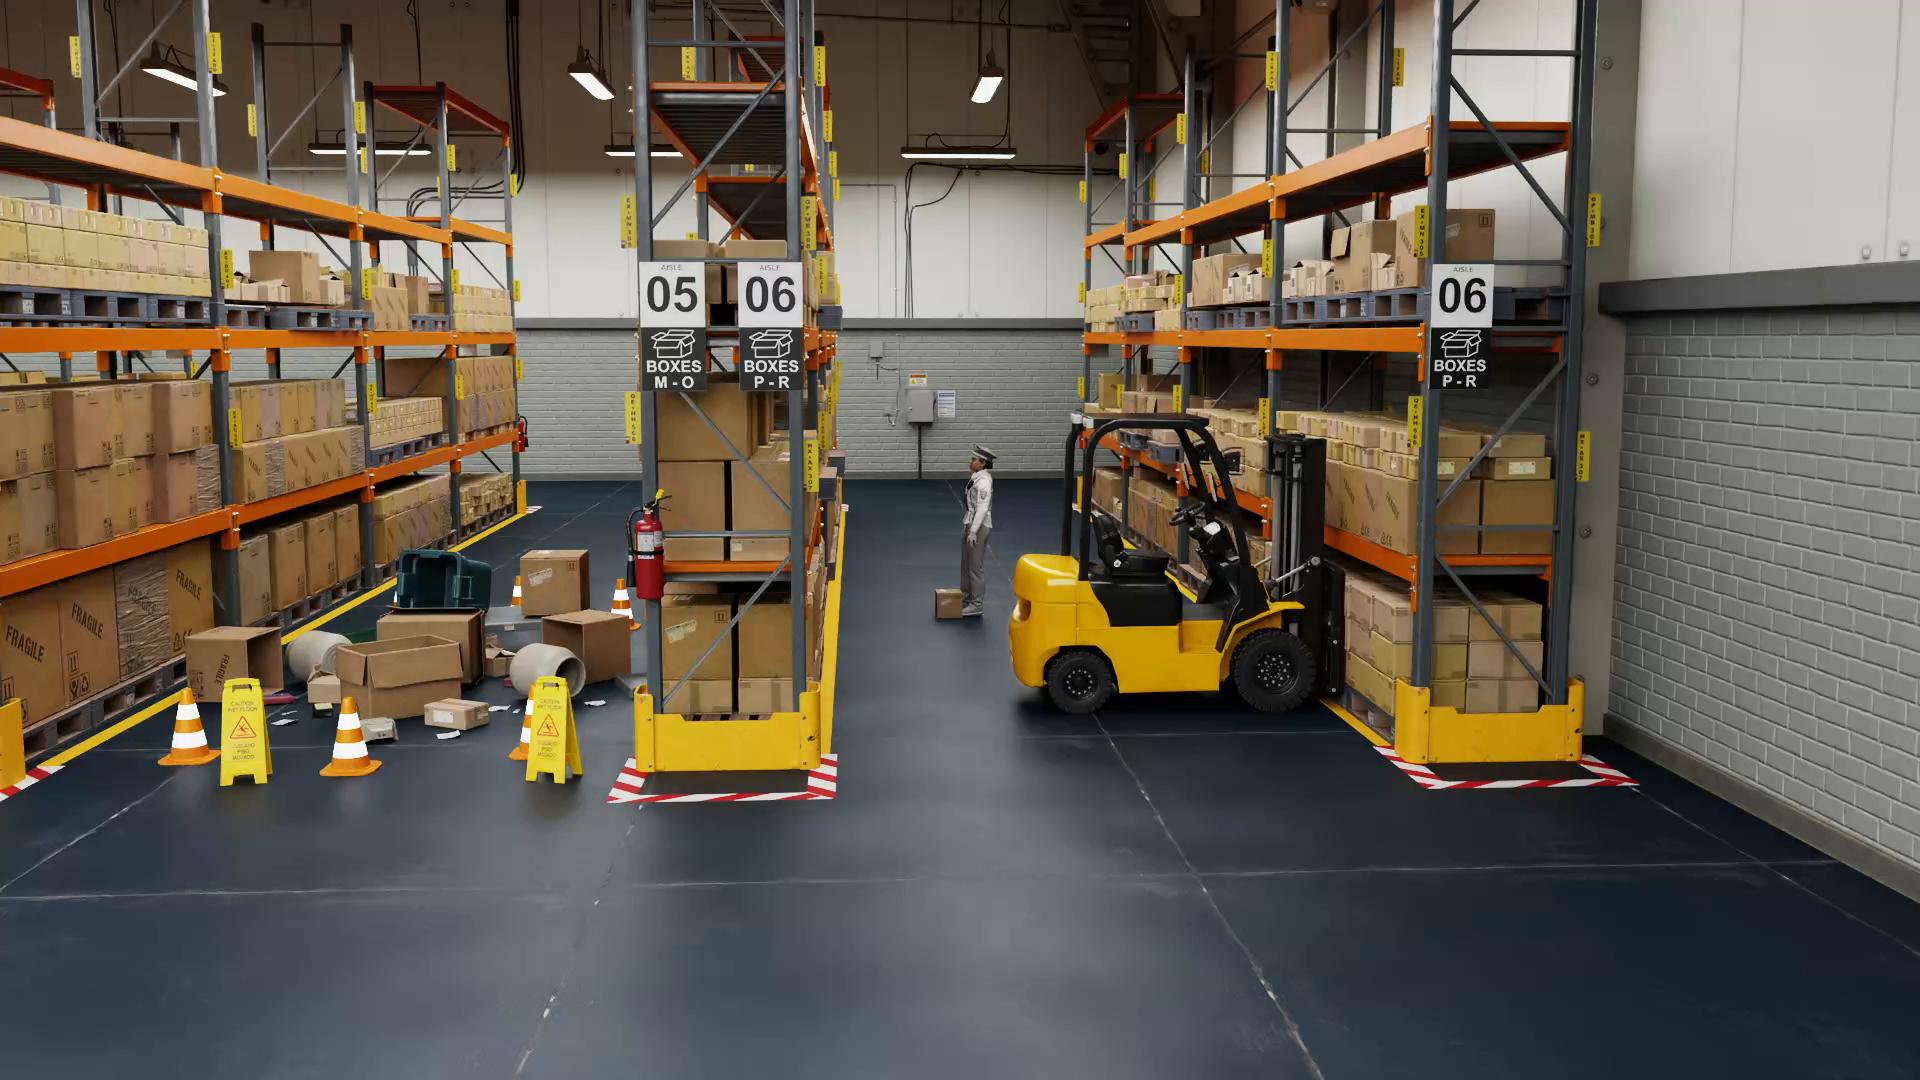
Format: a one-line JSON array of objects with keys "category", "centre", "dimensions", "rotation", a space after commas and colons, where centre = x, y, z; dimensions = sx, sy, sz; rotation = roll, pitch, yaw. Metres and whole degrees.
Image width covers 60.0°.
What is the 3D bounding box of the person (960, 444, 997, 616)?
[{"category": "person", "centre": [0.093, -0.101, 16.369], "dimensions": [0.533, 1.697, 0.588], "rotation": [0, 7, -4]}]
